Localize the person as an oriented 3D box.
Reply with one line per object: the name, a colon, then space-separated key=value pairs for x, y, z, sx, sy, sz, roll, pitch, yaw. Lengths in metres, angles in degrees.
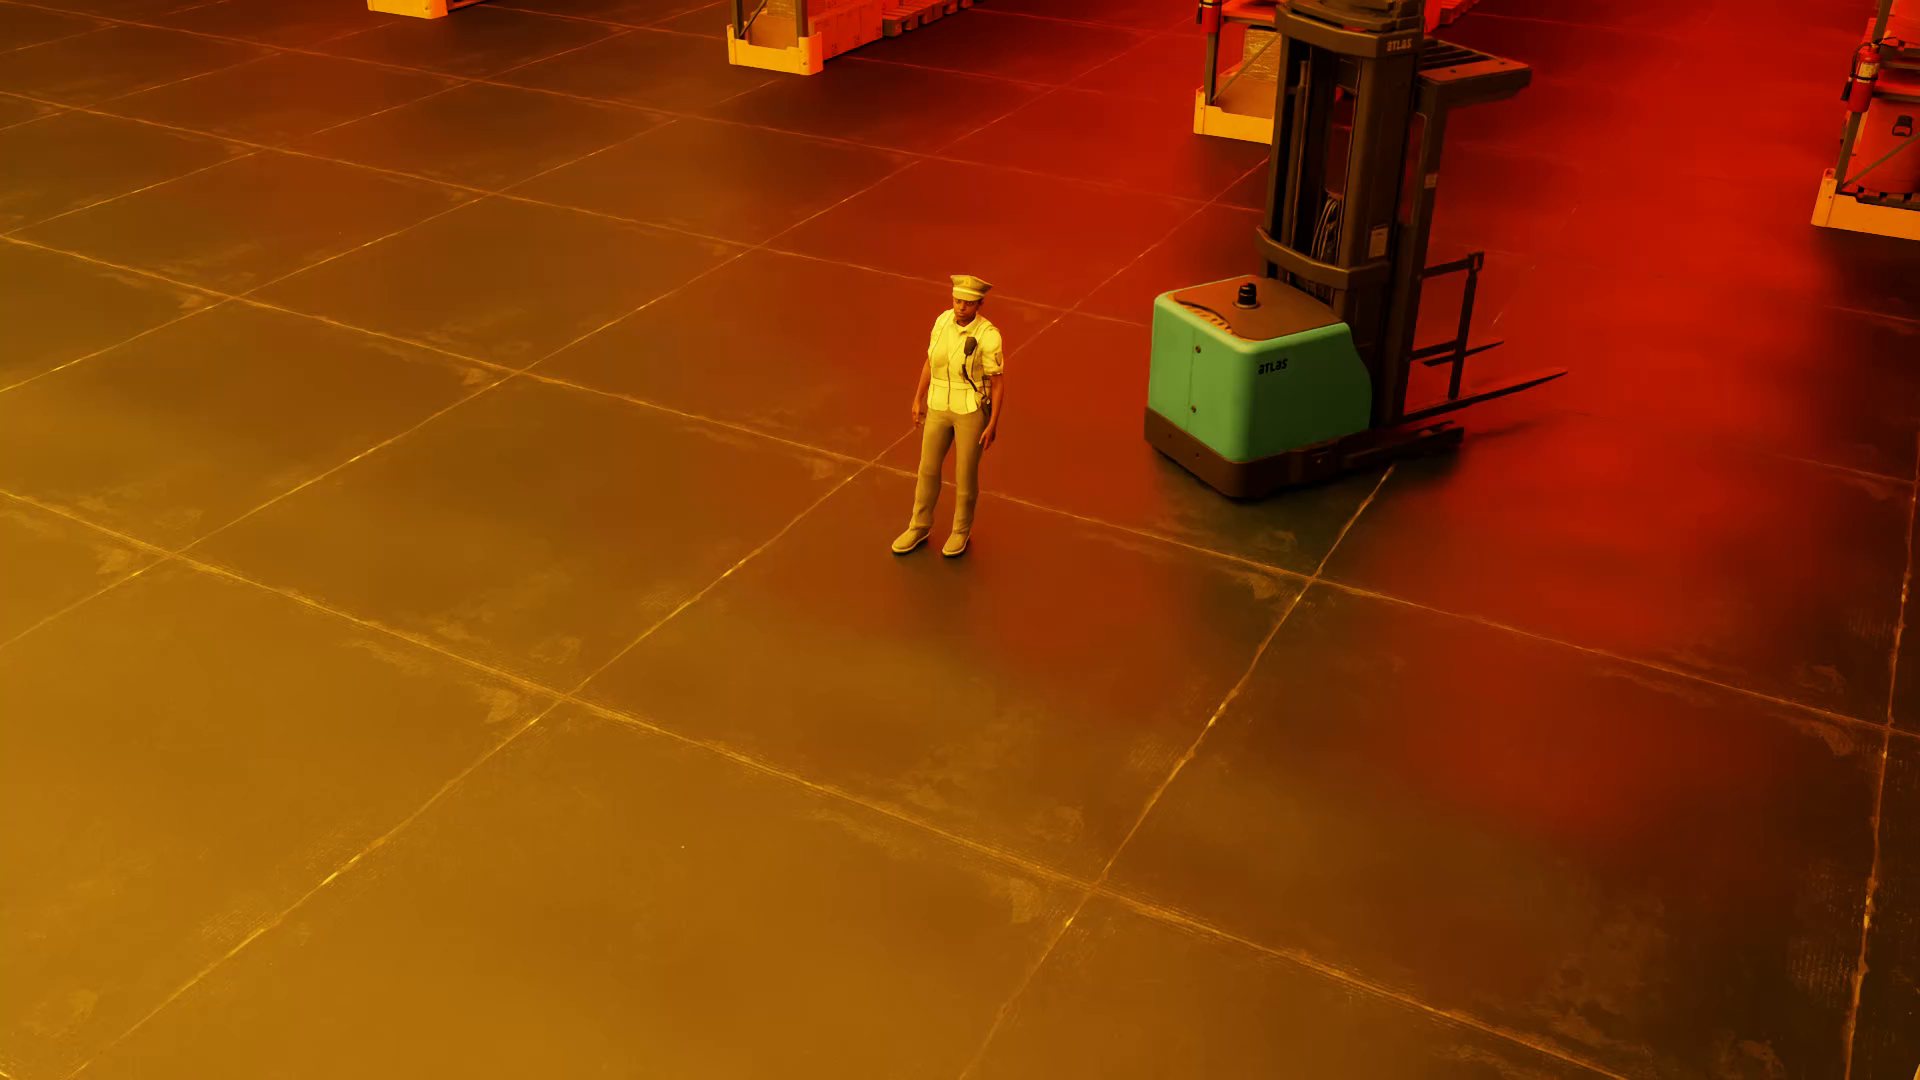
person: x=-0.054 y=-0.712 z=9.528 sx=0.569 sy=1.695 sz=0.530 roll=15 pitch=33 yaw=25

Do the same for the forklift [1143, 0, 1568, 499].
forklift: x=2.761 y=-2.044 z=10.613 sx=3.031 sy=2.935 sz=1.130 roll=-15 pitch=33 yaw=-24
